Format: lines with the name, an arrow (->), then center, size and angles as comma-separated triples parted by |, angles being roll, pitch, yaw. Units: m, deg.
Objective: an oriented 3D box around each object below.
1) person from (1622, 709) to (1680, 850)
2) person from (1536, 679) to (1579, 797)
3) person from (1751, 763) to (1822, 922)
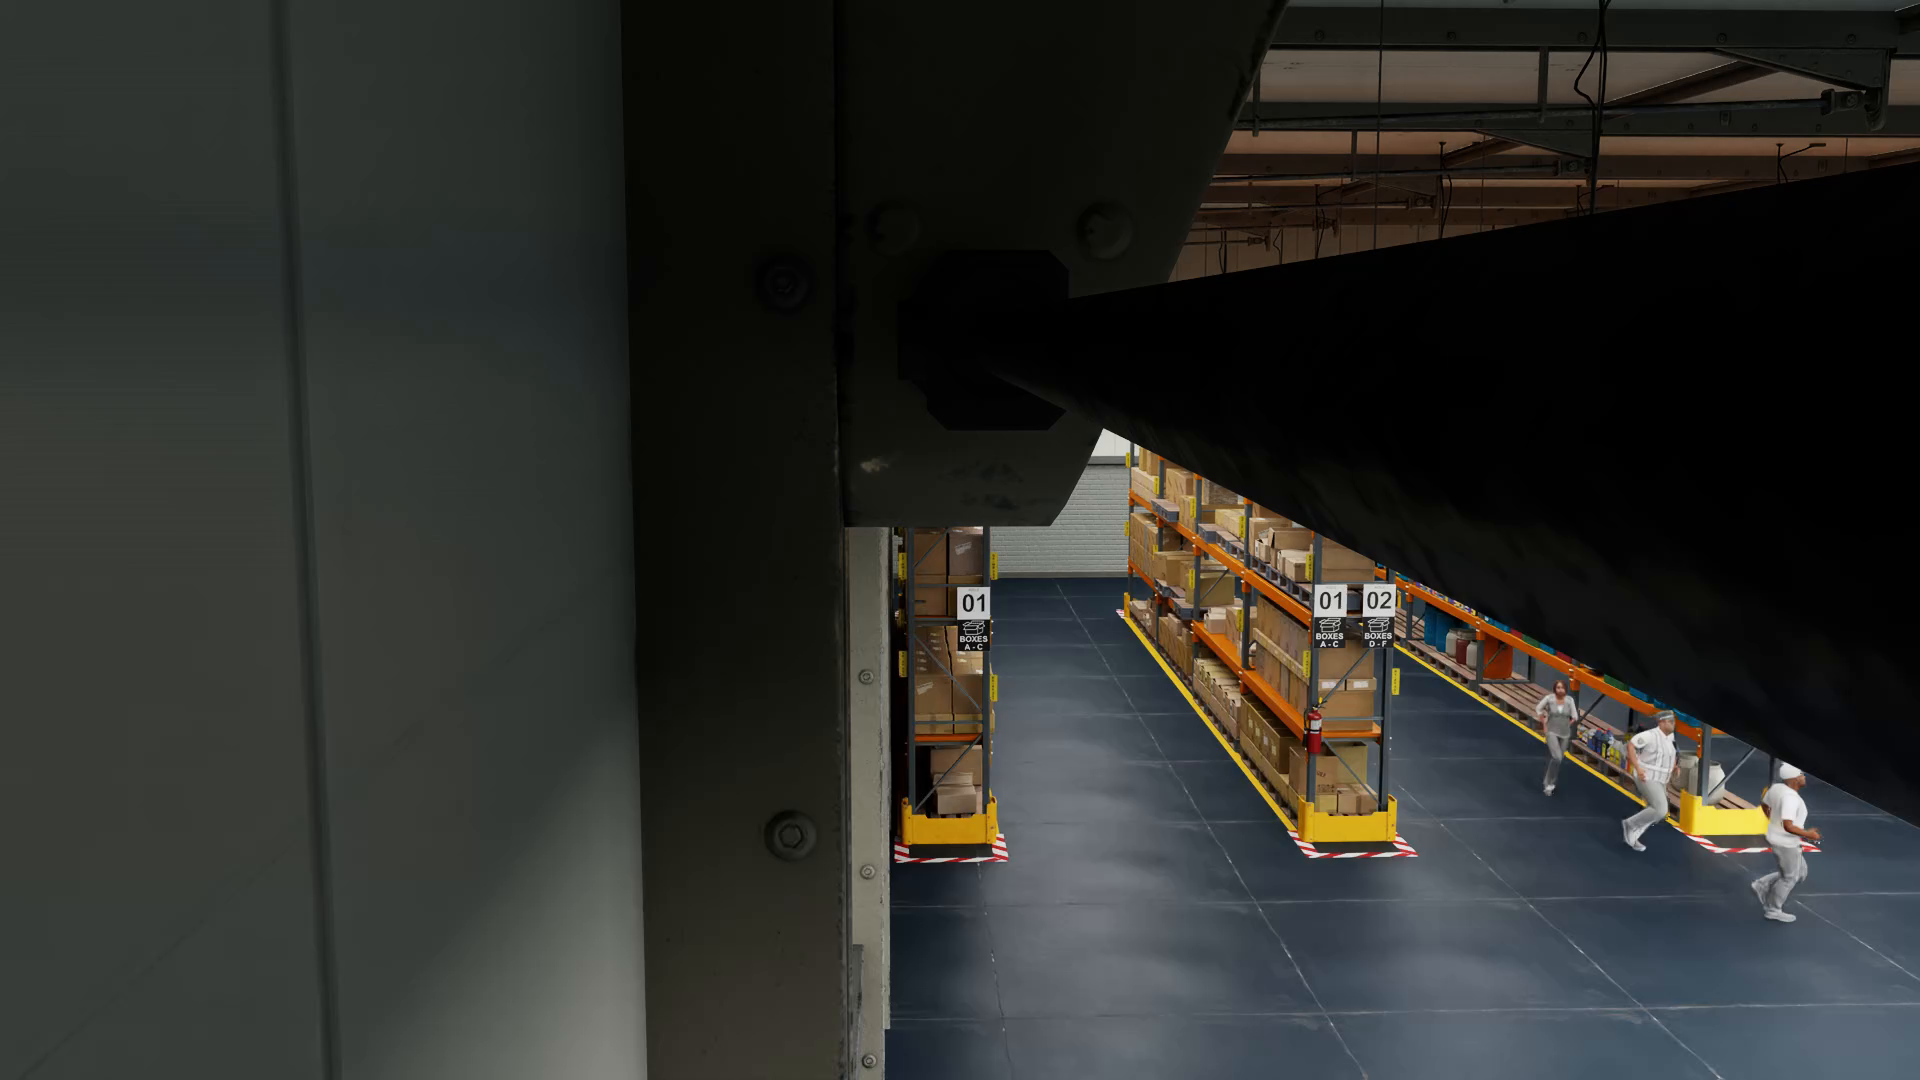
person -> 8.477, 2.902, 20.241 | 0.652, 1.734, 0.574 | -6, 10, -41
person -> 8.081, 2.683, 22.515 | 0.473, 1.601, 0.673 | 0, 7, 1
person -> 8.814, 3.217, 17.715 | 0.612, 1.733, 0.683 | 2, 8, 17
